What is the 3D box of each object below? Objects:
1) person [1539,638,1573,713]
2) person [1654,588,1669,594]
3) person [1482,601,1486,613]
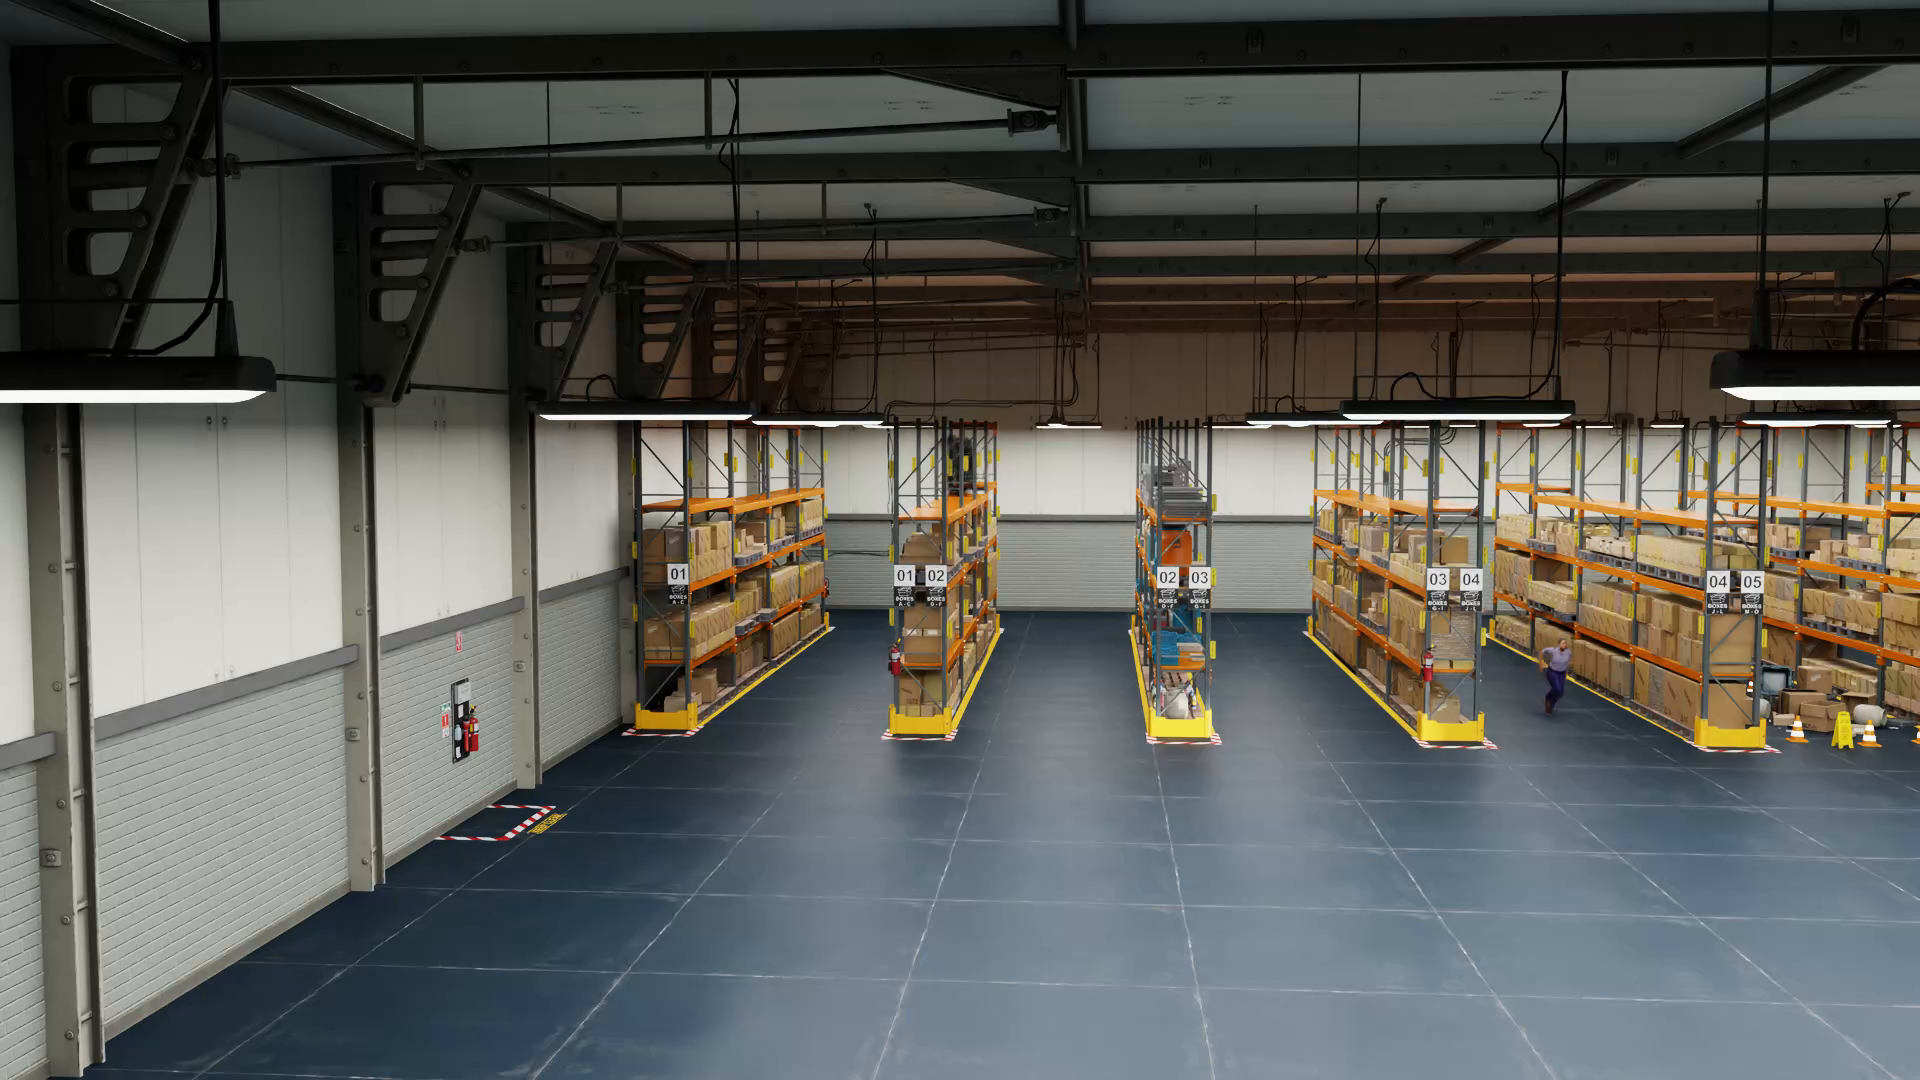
[{"bbox_3d":[12.072,2.744,33.604,0.590,1.572,0.742,-1,4,-14],"label":"person"},{"bbox_3d":[19.861,1.845,47.028,0.618,1.613,0.574,0,4,0],"label":"person"},{"bbox_3d":[13.383,2.074,43.231,0.547,1.636,0.600,1,4,9],"label":"person"}]
